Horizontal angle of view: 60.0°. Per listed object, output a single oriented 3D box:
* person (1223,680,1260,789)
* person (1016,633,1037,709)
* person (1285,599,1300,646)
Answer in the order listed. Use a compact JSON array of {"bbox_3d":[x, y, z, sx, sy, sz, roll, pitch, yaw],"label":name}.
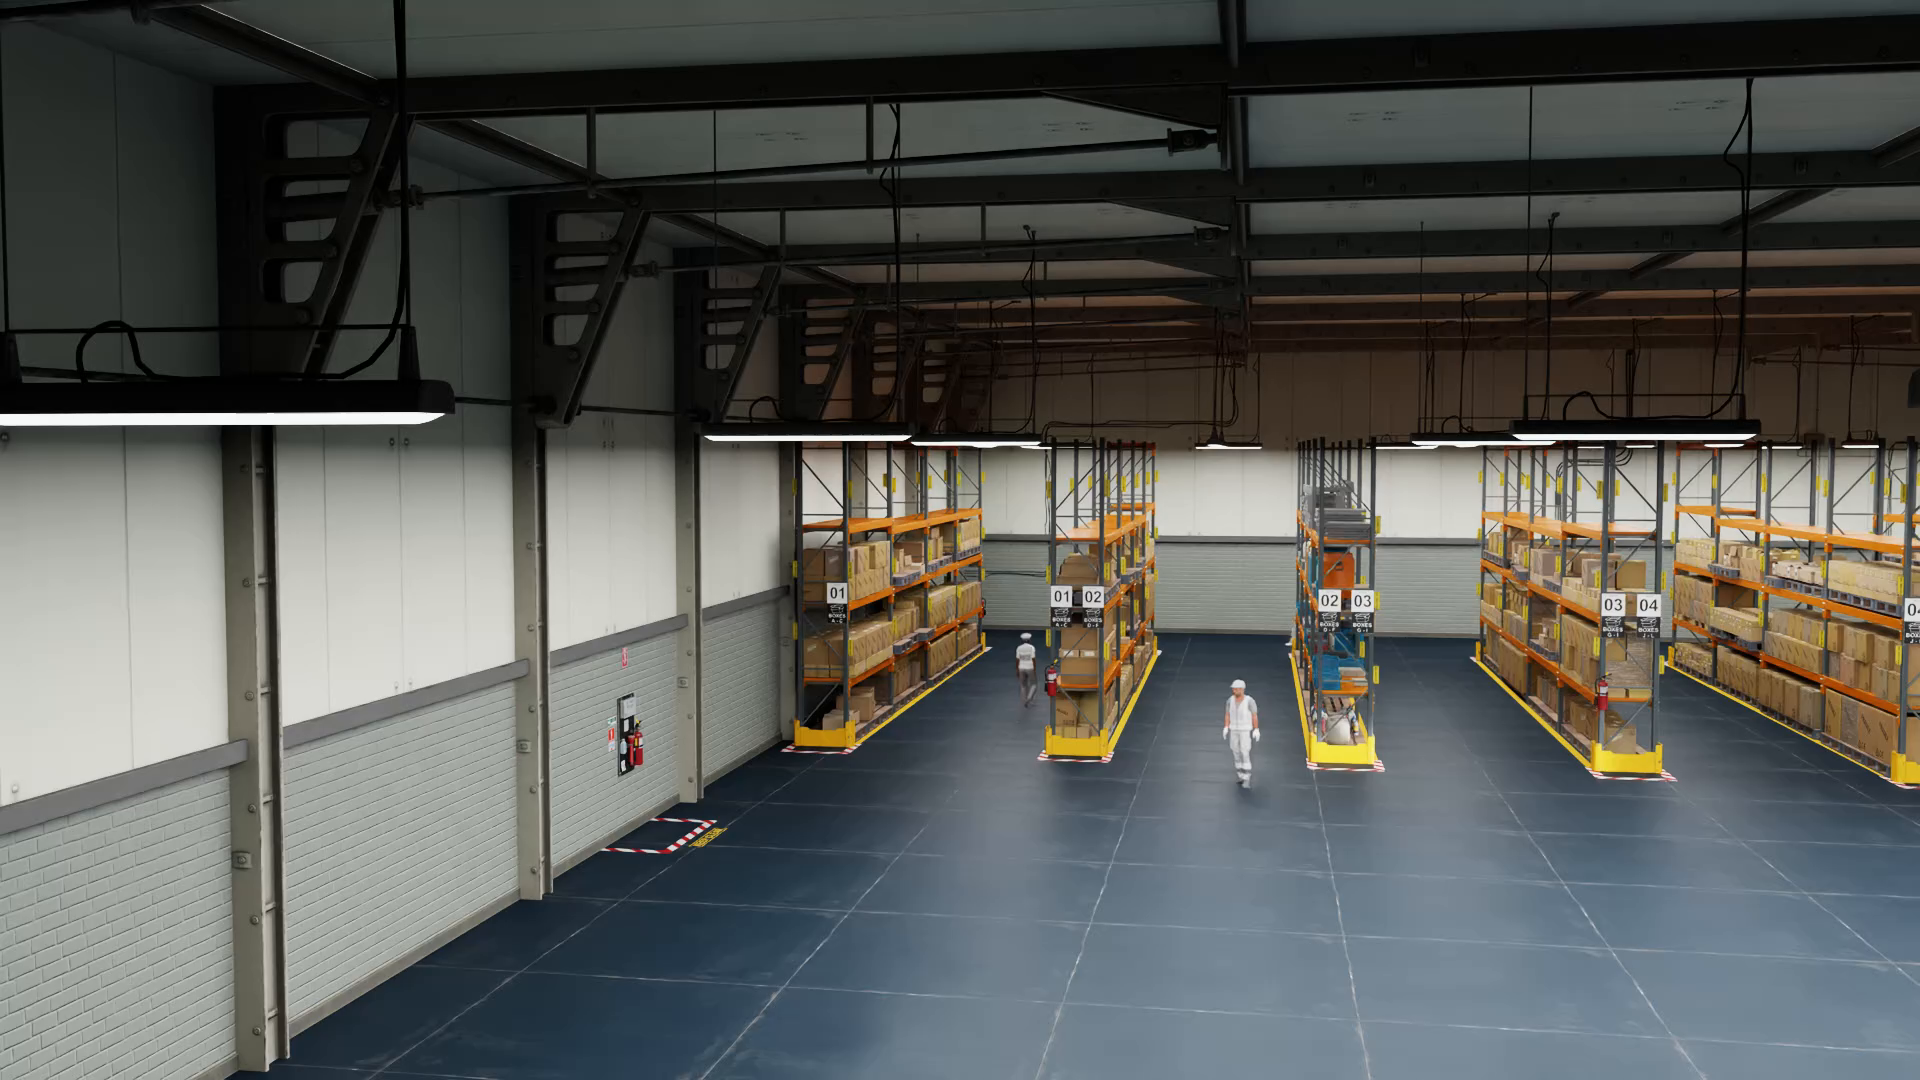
[{"bbox_3d":[4.793,3.316,28.593,0.623,1.791,0.640,2,4,37],"label":"person"},{"bbox_3d":[1.489,2.916,37.075,0.506,1.677,0.457,1,3,18],"label":"person"},{"bbox_3d":[10.040,2.312,48.974,0.997,1.625,0.448,0,3,-9],"label":"person"}]
